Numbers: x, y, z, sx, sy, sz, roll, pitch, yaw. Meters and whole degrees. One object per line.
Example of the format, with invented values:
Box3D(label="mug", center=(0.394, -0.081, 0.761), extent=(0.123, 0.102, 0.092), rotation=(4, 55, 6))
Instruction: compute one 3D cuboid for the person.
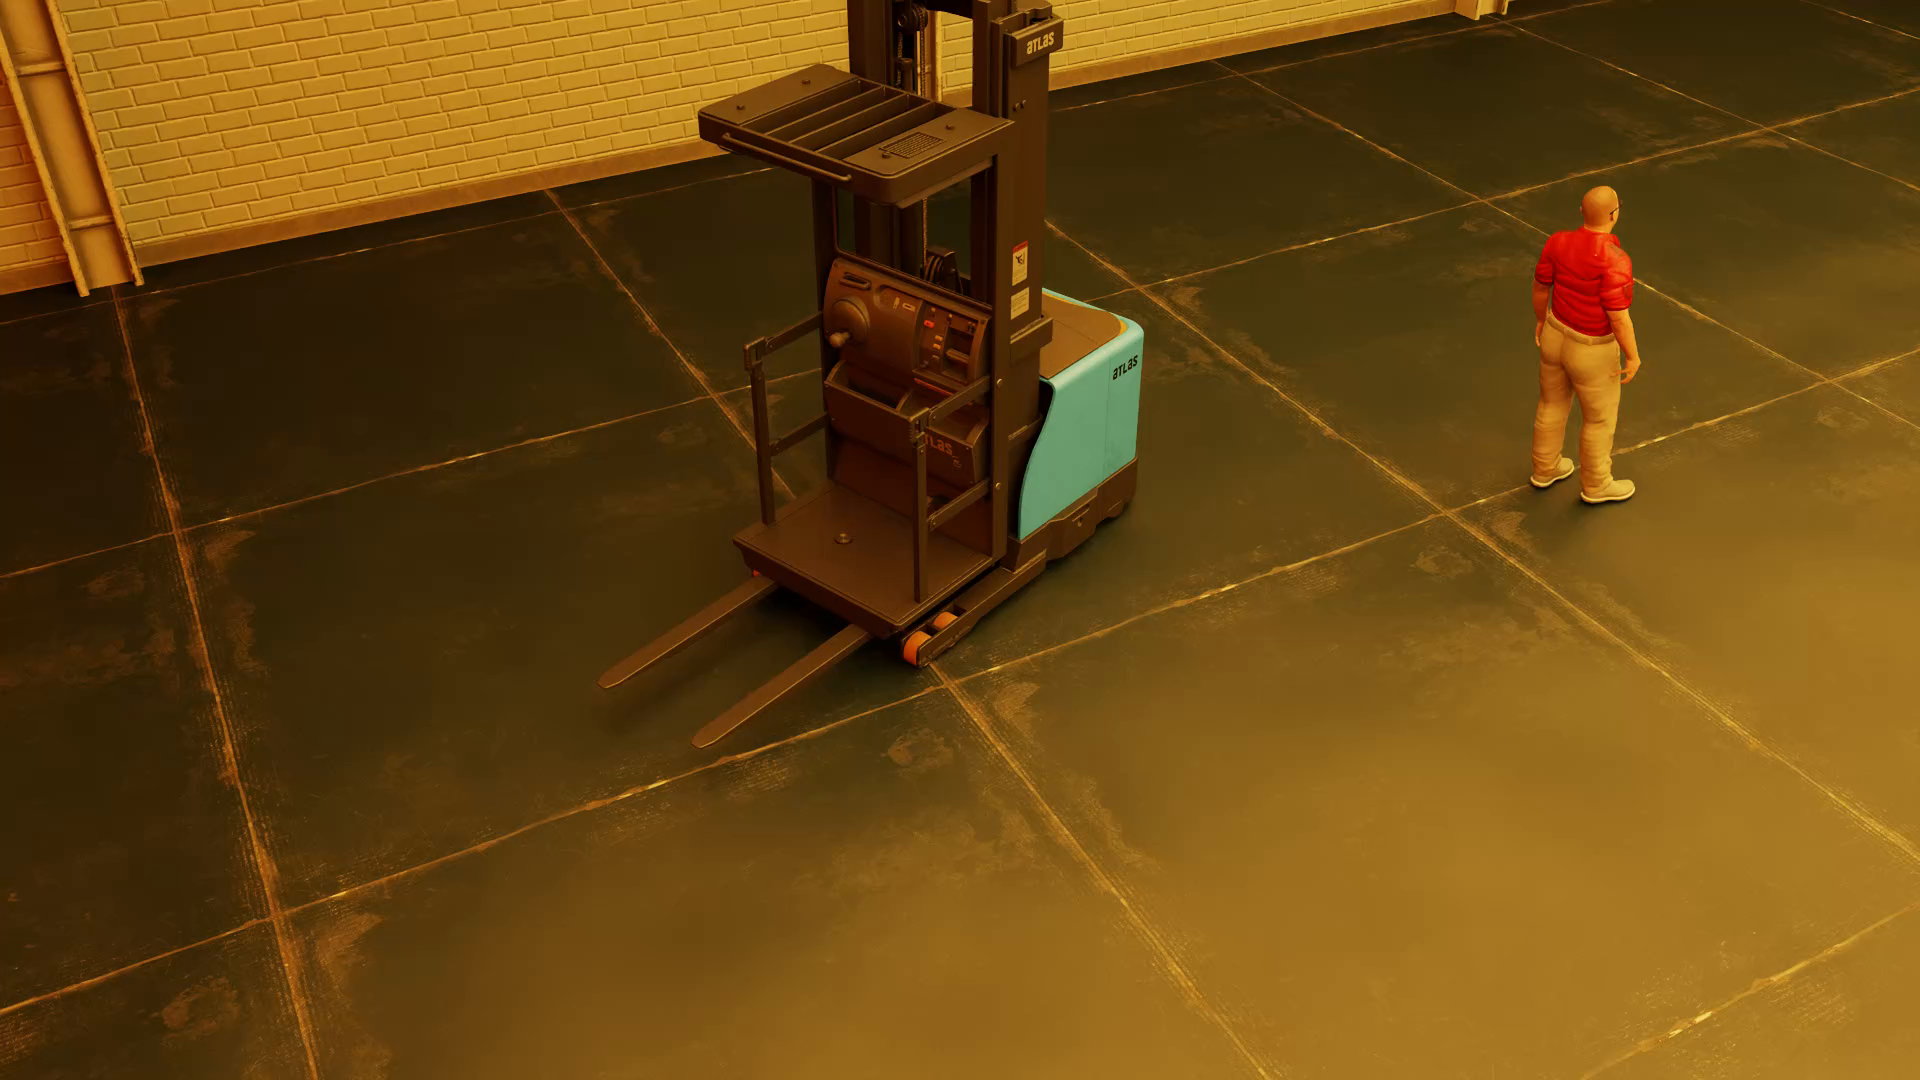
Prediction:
Box3D(label="person", center=(3.275, -1.025, 8.601), extent=(0.551, 1.727, 0.640), rotation=(-20, 40, -26))

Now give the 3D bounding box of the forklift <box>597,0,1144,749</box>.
Box3D(label="forklift", center=(-0.390, -0.927, 7.434), extent=(1.130, 2.935, 3.031), rotation=(26, 43, 31))
